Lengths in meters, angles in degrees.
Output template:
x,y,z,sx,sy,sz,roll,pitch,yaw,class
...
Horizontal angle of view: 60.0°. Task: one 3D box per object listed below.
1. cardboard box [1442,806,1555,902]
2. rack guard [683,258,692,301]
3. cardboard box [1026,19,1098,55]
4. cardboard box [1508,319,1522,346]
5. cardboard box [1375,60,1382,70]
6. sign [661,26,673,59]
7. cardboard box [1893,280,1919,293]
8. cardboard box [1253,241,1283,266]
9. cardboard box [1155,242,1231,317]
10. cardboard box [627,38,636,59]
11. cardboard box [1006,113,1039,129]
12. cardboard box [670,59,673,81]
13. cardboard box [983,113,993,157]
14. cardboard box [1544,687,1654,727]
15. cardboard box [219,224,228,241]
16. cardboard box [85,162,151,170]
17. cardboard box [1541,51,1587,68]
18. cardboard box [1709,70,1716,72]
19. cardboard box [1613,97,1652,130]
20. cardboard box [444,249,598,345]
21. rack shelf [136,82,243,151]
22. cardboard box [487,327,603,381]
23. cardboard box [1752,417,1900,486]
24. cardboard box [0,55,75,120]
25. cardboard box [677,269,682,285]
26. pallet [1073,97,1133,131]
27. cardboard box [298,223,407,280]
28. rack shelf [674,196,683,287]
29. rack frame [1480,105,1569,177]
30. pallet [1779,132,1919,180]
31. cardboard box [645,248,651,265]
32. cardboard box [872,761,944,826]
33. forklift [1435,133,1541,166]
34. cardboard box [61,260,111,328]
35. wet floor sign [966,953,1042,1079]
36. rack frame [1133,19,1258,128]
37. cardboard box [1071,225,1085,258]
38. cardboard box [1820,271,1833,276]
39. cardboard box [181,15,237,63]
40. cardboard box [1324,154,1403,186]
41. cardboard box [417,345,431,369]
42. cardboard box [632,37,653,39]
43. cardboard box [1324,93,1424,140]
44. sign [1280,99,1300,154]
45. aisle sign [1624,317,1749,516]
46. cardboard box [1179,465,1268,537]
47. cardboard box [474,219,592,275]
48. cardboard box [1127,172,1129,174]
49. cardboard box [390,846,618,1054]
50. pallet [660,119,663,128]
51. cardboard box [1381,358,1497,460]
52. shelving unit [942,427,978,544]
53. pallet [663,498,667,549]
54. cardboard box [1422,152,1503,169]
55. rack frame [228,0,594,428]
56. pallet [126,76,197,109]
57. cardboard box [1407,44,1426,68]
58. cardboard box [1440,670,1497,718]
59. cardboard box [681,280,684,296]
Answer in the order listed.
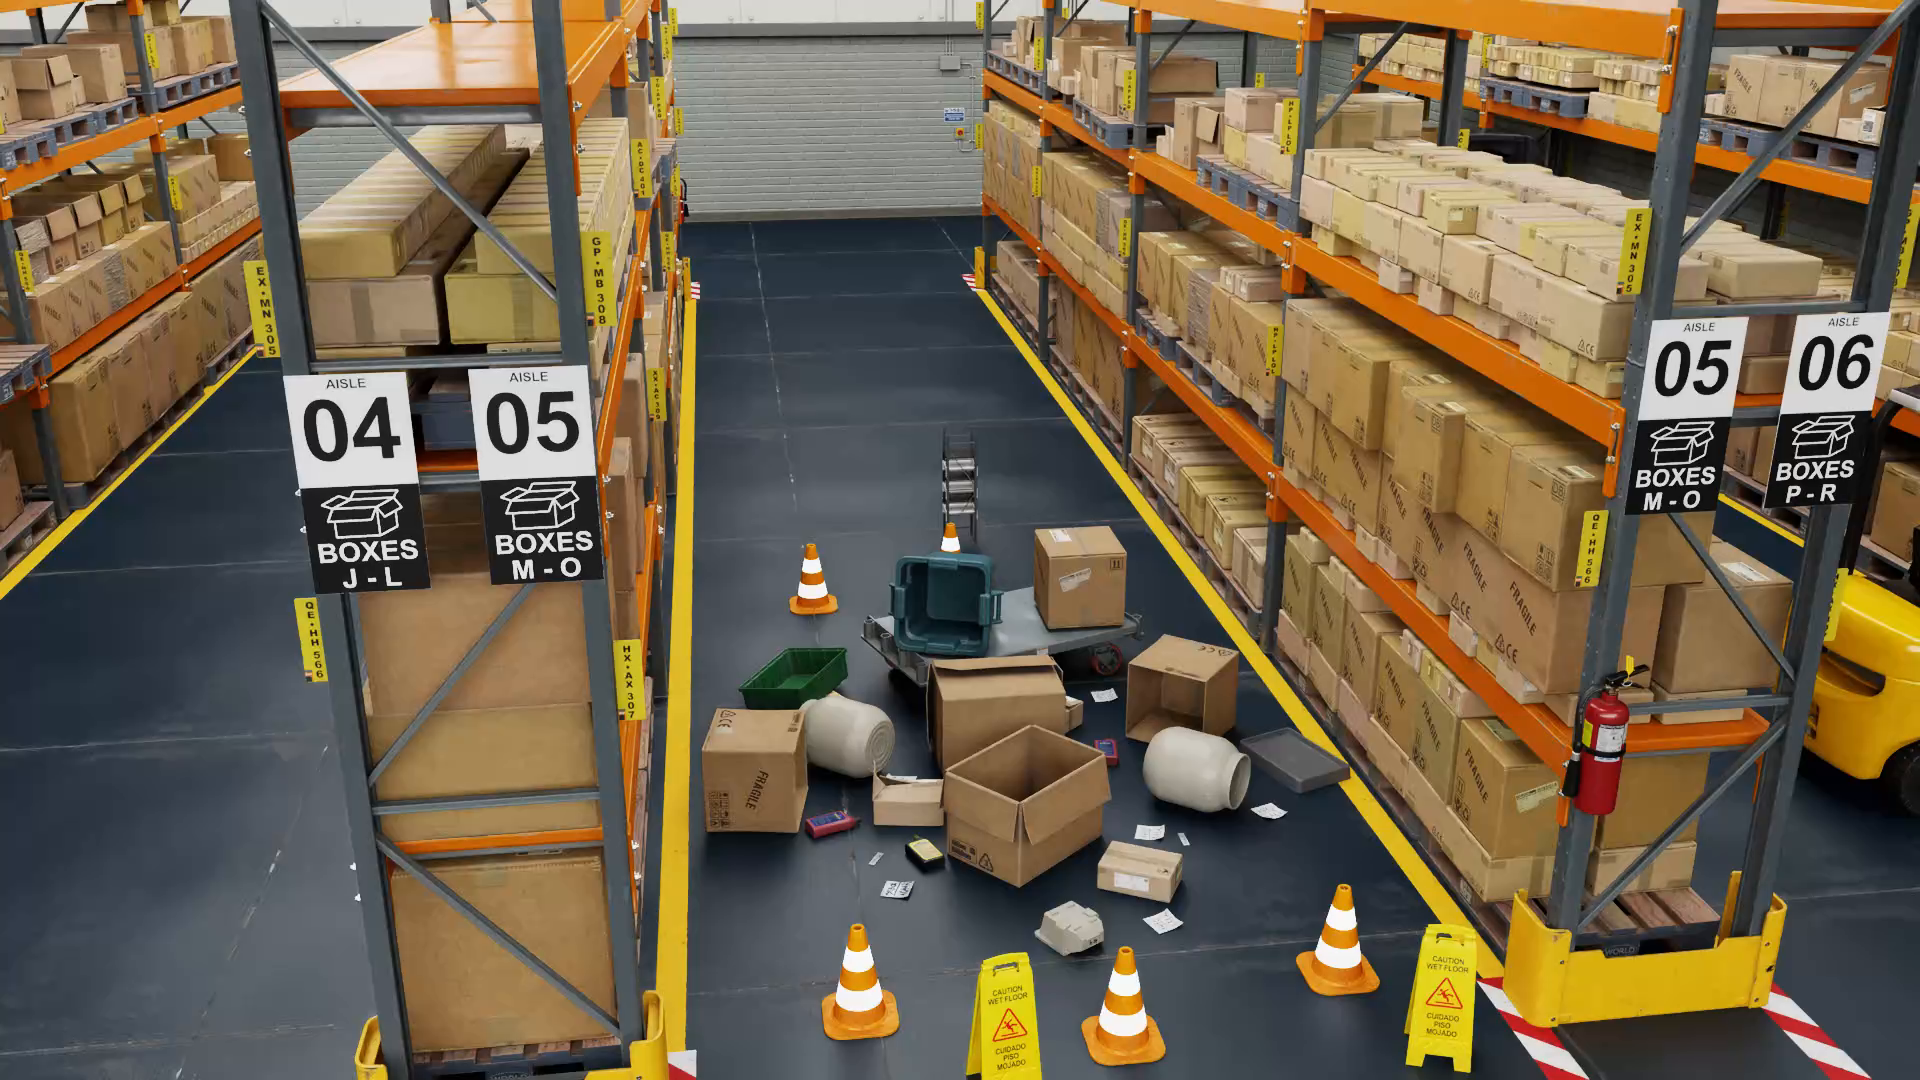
x,y,z,sx,sy,sz,roll,pitch,yaw,class
2.720,1.523,8.182,0.500,0.250,0.500,-3,21,-8,cardboard box
-4.073,-3.352,21.476,1.175,0.500,0.348,-3,21,-8,rack guard
1.150,-5.611,18.775,0.797,0.503,0.637,-1,21,-4,cardboard box
2.734,-0.960,7.572,0.380,0.149,0.250,-3,21,-7,cardboard box
5.590,-6.161,21.497,0.380,0.149,0.250,-3,21,-7,cardboard box
-2.959,-5.025,16.795,0.100,0.325,0.005,-3,21,-8,sign
7.429,-1.944,13.064,0.380,0.149,0.250,-3,21,-7,cardboard box
2.468,-2.198,12.720,0.380,0.149,0.250,-4,21,-10,cardboard box
1.871,-2.099,13.381,0.500,0.500,0.500,-2,21,-5,cardboard box
-3.562,-4.676,16.419,0.700,0.500,0.500,-3,21,-8,cardboard box
0.759,-4.977,19.755,0.380,0.149,0.250,-3,21,-9,cardboard box
-3.676,-5.564,19.752,0.500,0.250,0.500,-3,21,-8,cardboard box
0.587,-5.168,21.195,0.500,0.500,0.500,-3,21,-9,cardboard box
2.840,0.705,7.401,0.380,0.149,0.250,-2,21,-6,cardboard box
-8.331,-3.399,18.389,0.380,0.149,0.250,-3,21,-7,cardboard box
-8.829,-3.689,17.523,0.500,0.500,0.500,-3,21,-7,cardboard box
6.158,-4.893,16.934,0.380,0.149,0.250,-3,21,-7,cardboard box
6.588,-4.177,15.045,0.380,0.149,0.250,-4,21,-10,cardboard box
6.477,-3.990,15.539,0.500,0.250,0.500,-3,21,-8,cardboard box
-1.593,-0.907,6.117,0.500,0.250,0.500,-3,21,-8,cardboard box
-8.719,-4.710,18.280,1.077,0.370,4.000,-3,21,-8,rack shelf
-1.510,-0.675,6.066,0.380,0.149,0.250,-3,21,-7,cardboard box
7.140,-0.724,13.662,0.875,0.625,0.625,-4,21,-10,cardboard box
-8.169,-3.921,14.391,0.797,0.503,0.637,-3,21,-8,cardboard box
-3.546,-3.162,20.020,0.380,0.149,0.250,-2,21,-6,cardboard box
1.643,-3.988,15.589,1.003,0.211,1.213,-2,21,-5,pallet
-2.162,-1.013,5.832,0.380,0.149,0.250,-3,21,-7,cardboard box
-3.796,-3.520,19.381,1.077,0.370,4.000,-3,21,-8,rack shelf
6.287,-3.700,18.837,1.000,3.000,0.127,-3,21,-8,rack frame
7.215,-3.015,12.984,1.003,0.211,1.213,-2,21,-5,pallet
-2.847,-2.400,14.262,0.380,0.149,0.250,-3,21,-9,cardboard box
-0.284,1.389,9.118,0.396,0.266,0.258,1,20,2,cardboard box
4.453,-1.819,13.898,1.130,2.935,3.031,-3,21,-8,forklift
-7.808,-2.149,14.539,0.500,0.500,0.500,-3,21,-9,cardboard box
0.186,2.004,6.929,0.267,0.644,0.232,-7,21,-17,wet floor sign
1.953,-4.874,13.405,1.000,3.000,0.127,-3,21,-8,rack frame
1.385,-2.916,16.236,0.500,0.250,0.500,-4,21,-9,cardboard box
6.815,-2.095,13.467,0.380,0.149,0.250,-2,21,-7,cardboard box
-8.879,-5.852,19.425,0.700,0.500,0.500,-4,21,-11,cardboard box
2.318,-2.126,9.553,0.380,0.149,0.250,-2,21,-6,cardboard box
-2.197,-0.726,6.201,0.380,0.149,0.250,-3,21,-7,cardboard box
-3.408,-5.213,17.529,0.380,0.149,0.250,-3,21,-8,cardboard box
2.760,-2.839,11.144,0.500,0.250,0.500,-3,21,-9,cardboard box
1.981,-2.482,9.984,0.100,0.325,0.005,-3,21,-8,sign
2.828,-0.476,6.487,0.394,0.787,0.004,-3,21,-8,aisle sign
2.242,-0.316,12.929,0.950,0.372,0.625,-2,21,-6,cardboard box
-1.511,-1.046,5.918,0.380,0.149,0.250,-3,21,-7,cardboard box
1.914,-3.288,16.161,0.500,0.500,0.500,-3,21,-7,cardboard box
-1.941,1.558,7.195,0.875,0.875,0.875,-3,21,-7,cardboard box
-3.371,-3.903,15.361,1.213,0.211,1.003,-3,21,-8,pallet
2.641,-0.641,8.649,0.700,0.500,0.500,-3,21,-8,cardboard box
-0.001,-0.424,13.066,0.258,0.900,0.210,-3,21,-8,shelving unit
-2.892,-0.196,13.440,1.003,0.211,1.213,-3,21,-8,pallet
2.904,-2.155,9.631,0.380,0.149,0.250,-3,21,-9,cardboard box
-1.778,-1.820,5.227,1.000,3.000,0.127,-3,21,-8,rack frame
-8.538,-4.596,17.075,1.003,0.211,1.213,-3,21,-8,pallet
5.757,-5.862,20.125,0.500,0.250,0.500,-3,21,-9,cardboard box
2.613,0.754,8.240,0.380,0.149,0.250,-2,21,-6,cardboard box
-3.665,-3.155,20.850,0.380,0.149,0.250,-2,21,-6,cardboard box
